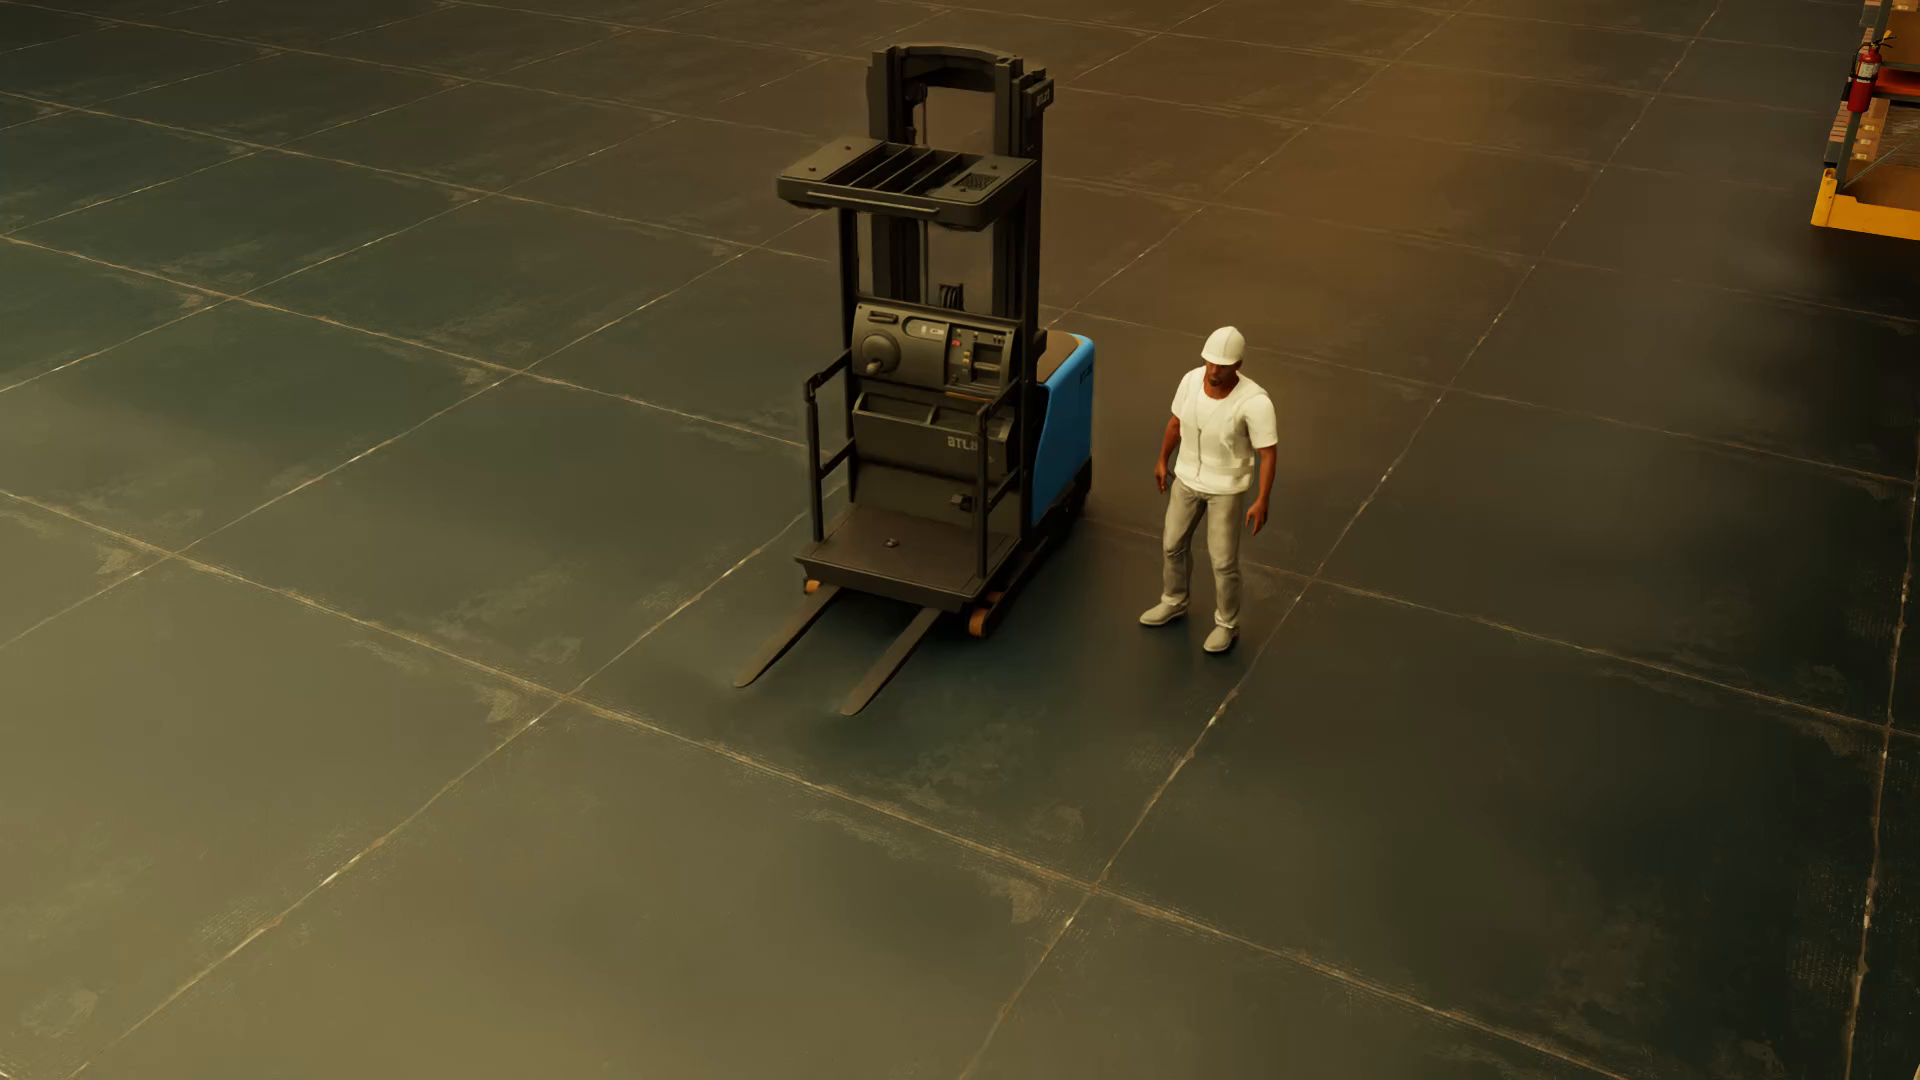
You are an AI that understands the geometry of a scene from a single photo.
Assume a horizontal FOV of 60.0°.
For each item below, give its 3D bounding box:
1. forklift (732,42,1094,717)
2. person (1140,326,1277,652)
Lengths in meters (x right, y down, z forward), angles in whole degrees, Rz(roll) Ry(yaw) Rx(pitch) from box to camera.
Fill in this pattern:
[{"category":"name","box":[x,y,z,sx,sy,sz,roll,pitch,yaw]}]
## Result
[{"category":"forklift","box":[-0.231,-0.980,8.769,1.130,2.935,3.031,12,32,20]},{"category":"person","box":[1.311,-0.289,8.748,0.731,1.759,0.442,24,38,35]}]
